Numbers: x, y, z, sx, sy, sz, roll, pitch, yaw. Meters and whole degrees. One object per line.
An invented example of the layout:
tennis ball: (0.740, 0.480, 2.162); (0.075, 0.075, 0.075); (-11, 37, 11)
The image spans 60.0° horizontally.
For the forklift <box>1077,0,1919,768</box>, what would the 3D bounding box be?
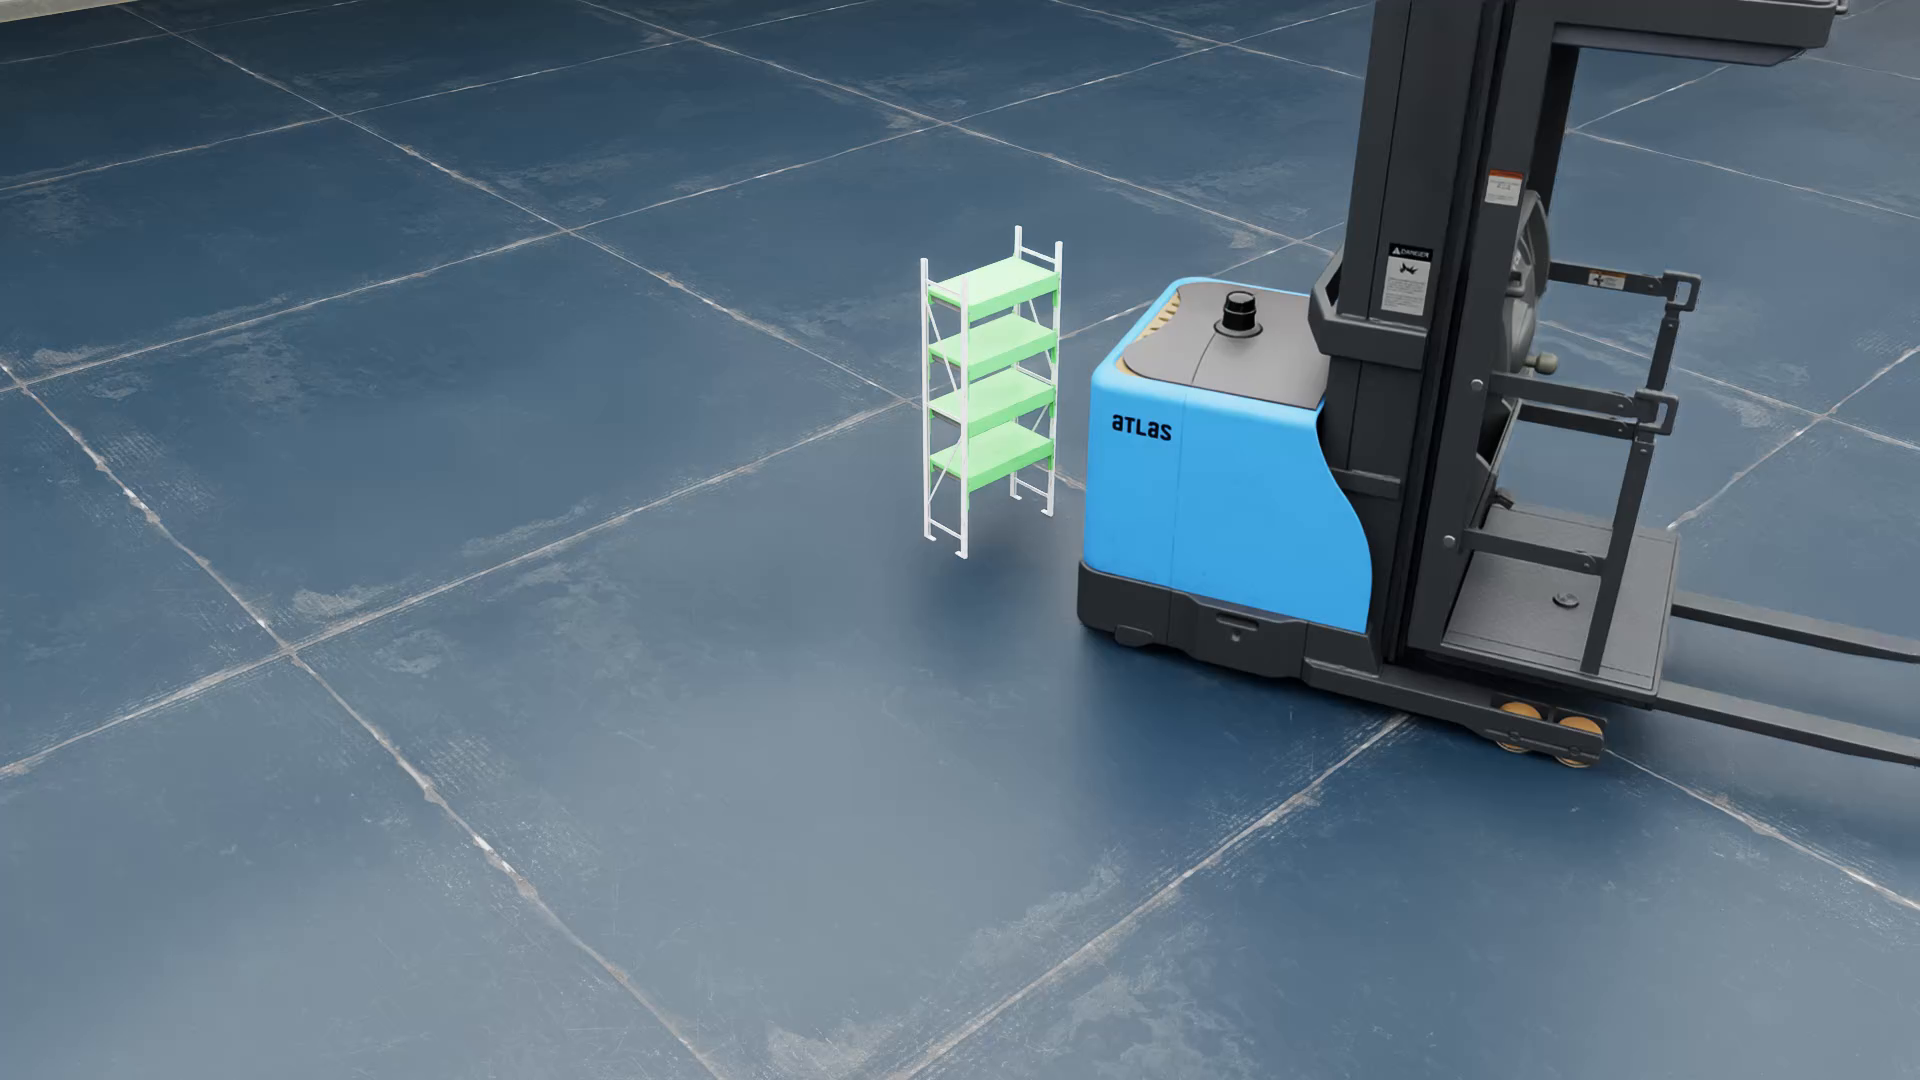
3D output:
forklift: (1.994, -0.812, 5.269); (3.031, 2.935, 1.130); (13, 34, 21)

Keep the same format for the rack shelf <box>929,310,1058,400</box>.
rack shelf: (0.121, -0.721, 6.441); (0.480, 0.148, 0.258); (-26, 40, -35)

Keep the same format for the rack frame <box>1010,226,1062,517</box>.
rack frame: (0.300, -0.657, 6.675); (0.015, 1.200, 0.240); (-26, 40, -35)

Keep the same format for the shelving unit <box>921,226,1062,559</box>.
shelving unit: (0.121, -0.571, 6.533); (0.503, 1.200, 0.258); (-26, 40, -35)

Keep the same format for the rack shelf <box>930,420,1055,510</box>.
rack shelf: (0.121, -0.311, 6.692); (0.480, 0.148, 0.258); (-26, 40, -35)

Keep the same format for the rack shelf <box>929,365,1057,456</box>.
rack shelf: (0.121, -0.516, 6.566); (0.480, 0.148, 0.258); (-26, 40, -35)

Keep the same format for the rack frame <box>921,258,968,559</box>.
rack frame: (-0.058, -0.484, 6.391); (0.015, 1.200, 0.240); (-26, 40, -35)

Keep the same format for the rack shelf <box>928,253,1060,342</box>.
rack shelf: (0.121, -0.926, 6.316); (0.480, 0.148, 0.258); (-26, 40, -35)
